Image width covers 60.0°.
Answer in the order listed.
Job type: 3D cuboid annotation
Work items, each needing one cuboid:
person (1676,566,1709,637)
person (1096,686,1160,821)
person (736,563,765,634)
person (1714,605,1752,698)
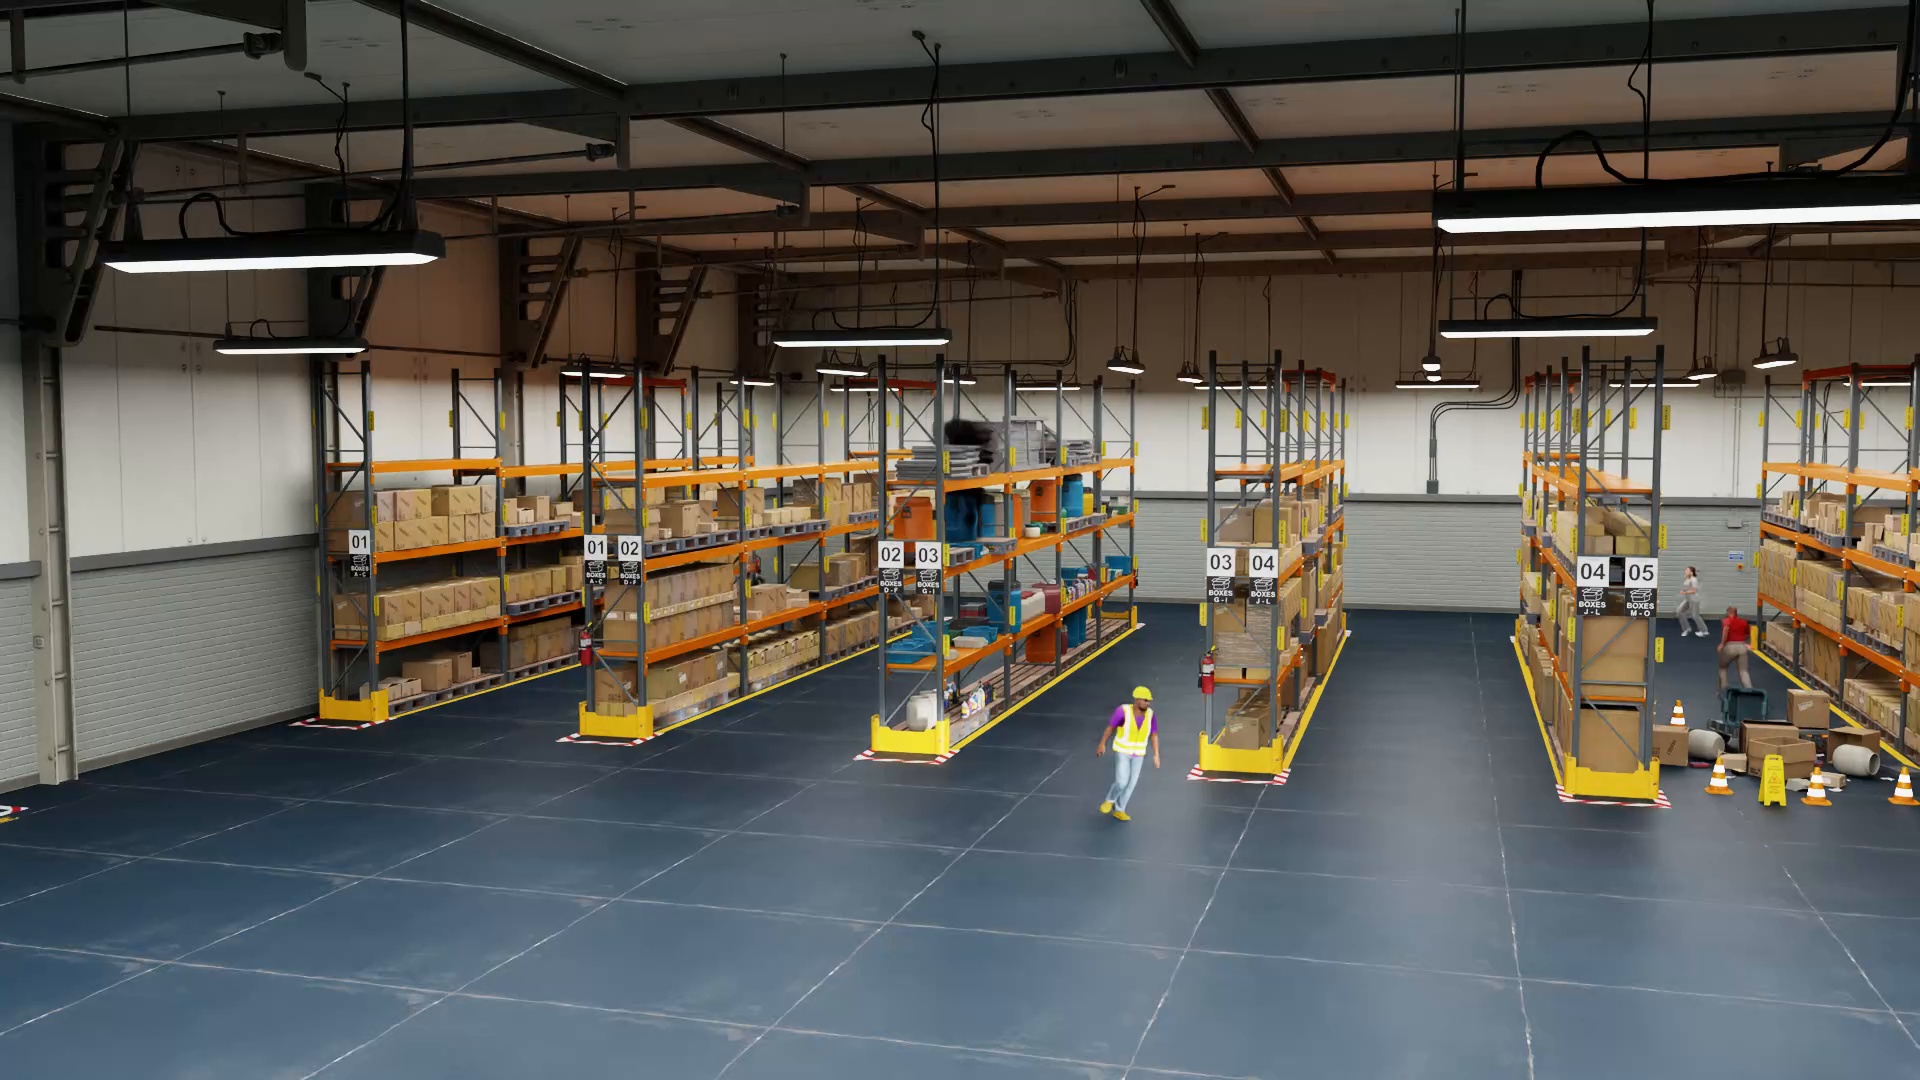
[{"bbox_3d":[16.950,1.438,38.487,0.795,1.668,0.485,0,4,-3],"label":"person"},{"bbox_3d":[2.132,2.666,20.771,0.697,1.712,0.622,-2,4,-20],"label":"person"},{"bbox_3d":[-4.939,1.375,39.241,0.663,1.672,0.961,0,4,2],"label":"person"},{"bbox_3d":[13.871,2.038,29.776,0.666,1.709,1.001,0,4,0],"label":"person"}]
